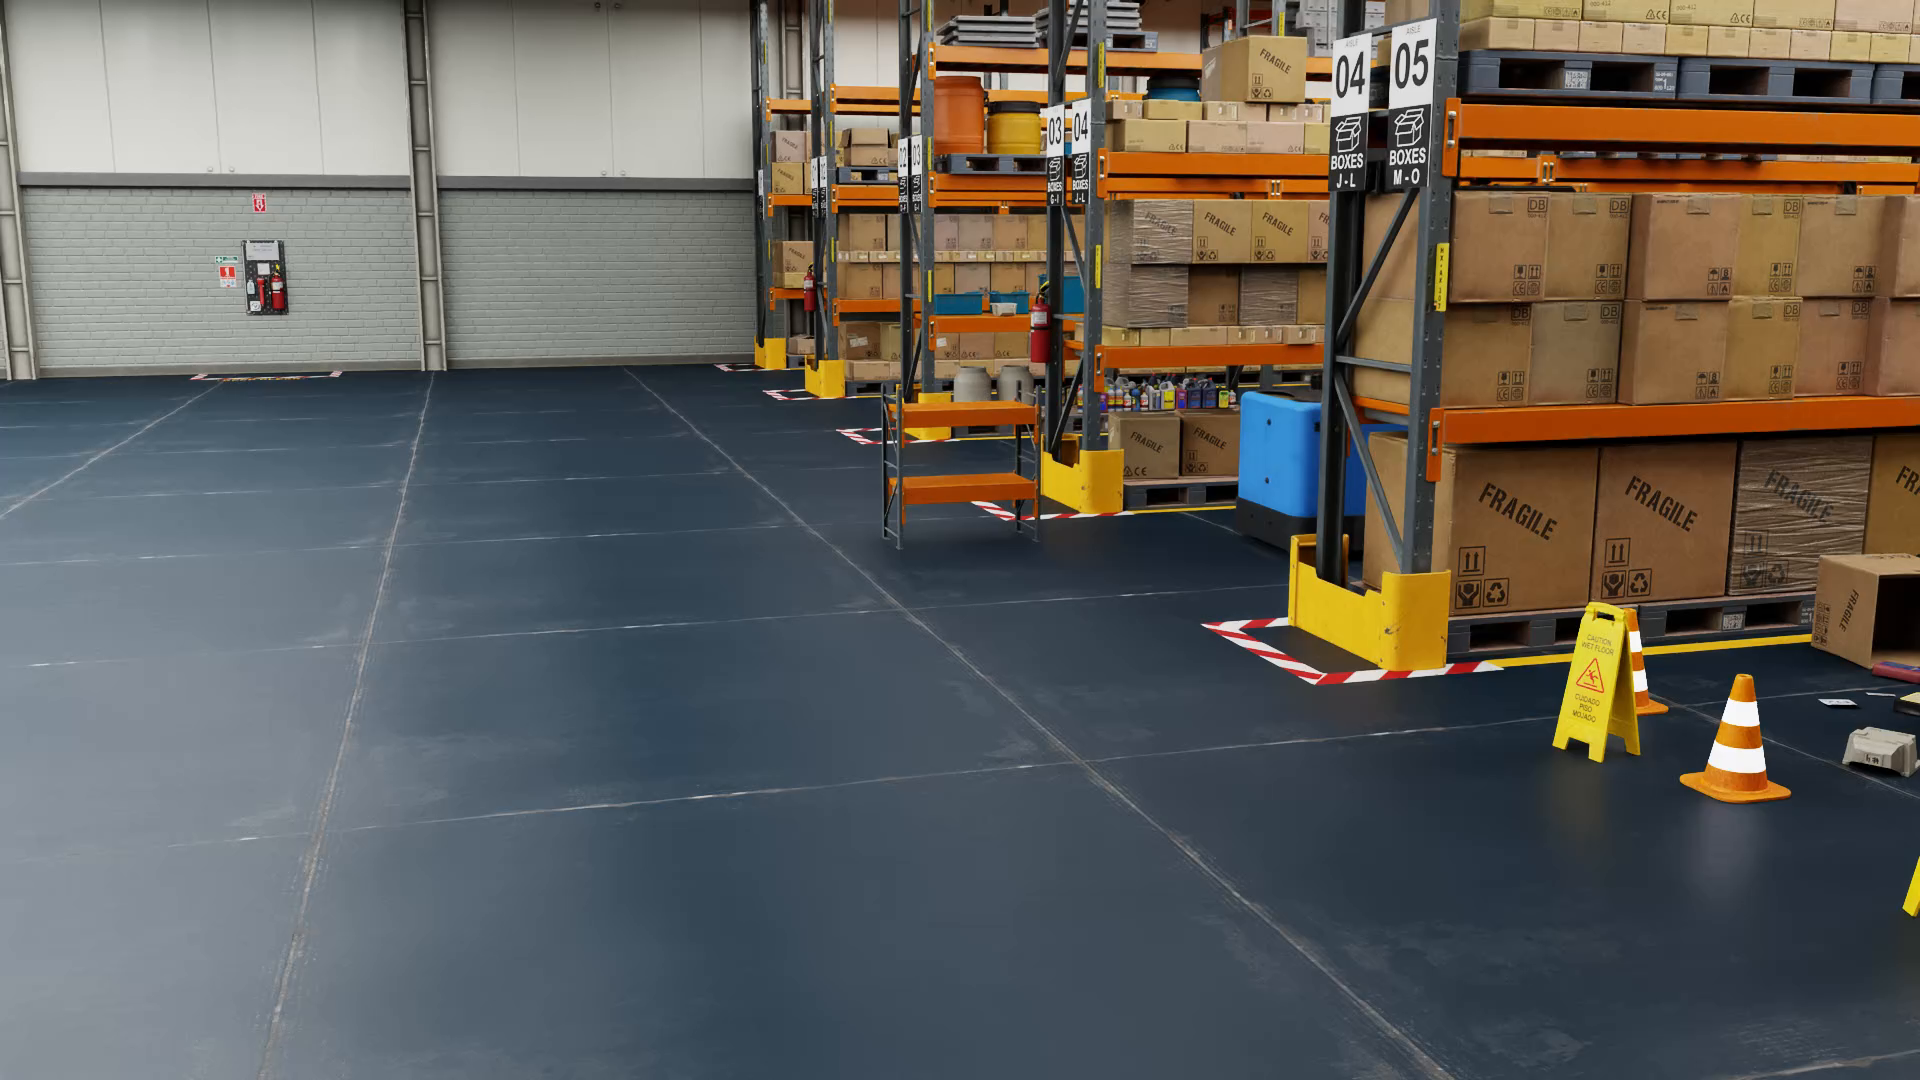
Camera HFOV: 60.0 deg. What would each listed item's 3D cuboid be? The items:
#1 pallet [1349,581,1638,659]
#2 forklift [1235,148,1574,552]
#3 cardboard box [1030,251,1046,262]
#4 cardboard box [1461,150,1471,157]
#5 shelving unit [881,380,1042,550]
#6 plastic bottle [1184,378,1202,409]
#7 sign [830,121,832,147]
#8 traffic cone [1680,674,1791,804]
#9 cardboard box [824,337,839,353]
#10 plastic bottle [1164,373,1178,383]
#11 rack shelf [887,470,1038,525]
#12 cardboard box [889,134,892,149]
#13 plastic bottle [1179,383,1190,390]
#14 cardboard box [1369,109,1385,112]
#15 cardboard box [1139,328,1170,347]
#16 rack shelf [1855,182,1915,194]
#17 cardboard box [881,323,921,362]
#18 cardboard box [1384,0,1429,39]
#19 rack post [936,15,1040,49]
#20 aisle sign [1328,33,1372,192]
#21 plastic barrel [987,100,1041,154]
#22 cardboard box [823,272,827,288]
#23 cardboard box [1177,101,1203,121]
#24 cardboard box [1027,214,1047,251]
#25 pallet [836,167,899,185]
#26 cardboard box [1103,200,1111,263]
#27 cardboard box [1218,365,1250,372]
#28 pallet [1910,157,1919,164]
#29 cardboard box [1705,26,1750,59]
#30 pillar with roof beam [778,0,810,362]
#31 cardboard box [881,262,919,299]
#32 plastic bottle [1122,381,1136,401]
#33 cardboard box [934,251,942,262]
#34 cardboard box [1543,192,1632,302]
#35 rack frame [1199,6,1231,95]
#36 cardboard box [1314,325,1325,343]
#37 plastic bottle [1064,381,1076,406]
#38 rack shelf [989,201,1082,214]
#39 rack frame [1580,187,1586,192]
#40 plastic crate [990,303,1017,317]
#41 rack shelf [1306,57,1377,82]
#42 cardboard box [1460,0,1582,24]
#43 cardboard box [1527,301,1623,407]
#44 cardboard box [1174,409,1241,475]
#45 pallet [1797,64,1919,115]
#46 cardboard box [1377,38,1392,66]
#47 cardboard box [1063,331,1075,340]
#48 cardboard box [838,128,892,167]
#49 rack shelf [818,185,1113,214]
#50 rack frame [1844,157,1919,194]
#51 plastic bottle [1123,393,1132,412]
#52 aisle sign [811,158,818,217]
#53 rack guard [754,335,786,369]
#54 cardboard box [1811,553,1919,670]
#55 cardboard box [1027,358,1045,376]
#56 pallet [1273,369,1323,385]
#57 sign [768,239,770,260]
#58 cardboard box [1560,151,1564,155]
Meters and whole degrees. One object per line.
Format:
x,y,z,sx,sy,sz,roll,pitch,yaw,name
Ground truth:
2.950,0.401,9.286,1.213,0.211,1.003,-3,11,-16,pallet
3.575,-1.441,11.776,3.031,2.935,1.130,-3,11,-14,forklift
1.048,-3.986,23.348,0.250,0.149,0.380,-3,11,-16,cardboard box
3.886,-3.295,13.787,0.500,0.250,0.500,-3,11,-15,cardboard box
0.006,-0.554,11.946,1.048,1.125,0.538,-3,11,-16,shelving unit
2.649,-1.668,18.926,0.185,0.351,0.144,-4,11,-19,plastic bottle
-1.701,-5.353,21.923,0.005,0.325,0.100,-3,11,-16,sign
3.100,0.765,6.614,0.334,0.463,0.336,-3,11,-16,traffic cone
-2.002,-3.309,27.949,0.500,0.311,0.500,-2,11,-11,cardboard box
2.480,-1.792,19.598,0.185,0.351,0.144,-3,11,-14,plastic bottle
0.006,-0.313,11.991,1.000,0.278,0.538,-3,11,-16,rack shelf
-1.412,-6.535,27.882,0.500,0.500,0.500,-3,11,-16,cardboard box
2.583,-1.656,19.066,0.135,0.276,0.152,-3,11,-16,plastic bottle
3.260,-3.449,13.527,0.250,0.149,0.380,-2,11,-13,cardboard box
1.500,-1.643,13.378,0.250,0.149,0.380,-3,11,-16,cardboard box
10.516,-3.411,15.994,4.000,0.370,1.077,-3,11,-16,rack shelf
-0.794,-2.743,23.026,0.500,0.500,0.500,-3,11,-16,cardboard box
2.596,-2.793,8.806,0.500,0.250,0.500,-3,11,-15,cardboard box
0.292,-5.366,17.718,0.954,0.300,0.937,-2,11,-10,rack post
2.052,-2.244,8.768,0.004,0.787,0.394,-3,11,-16,aisle sign
0.589,-4.499,18.235,0.600,0.588,0.600,0,10,0,plastic barrel
-2.187,-4.301,27.486,0.500,0.250,0.500,-3,11,-18,cardboard box
1.728,-3.386,13.180,0.250,0.149,0.380,-3,11,-17,cardboard box
1.081,-4.346,23.512,0.500,0.500,0.700,-3,11,-16,cardboard box
-1.164,-4.969,22.713,1.213,0.211,1.003,-3,11,-16,pallet
1.374,-2.542,13.709,0.500,0.500,0.500,-3,11,-16,cardboard box
3.923,-2.618,24.417,0.500,0.250,0.500,-3,11,-15,cardboard box
9.199,-3.613,15.623,1.003,0.211,1.213,-2,11,-13,pallet
3.835,-2.549,8.582,0.250,0.149,0.380,-3,11,-16,cardboard box
-1.605,-6.755,23.884,0.400,9.000,9.100,-3,11,-16,pillar with roof beam
-0.896,-3.604,23.063,0.500,0.500,0.700,-3,11,-14,cardboard box
1.956,-1.700,19.303,0.135,0.276,0.152,-3,11,-16,plastic bottle
-0.423,-3.909,22.929,0.250,0.149,0.380,-3,11,-18,cardboard box
3.073,-1.577,8.932,0.550,0.550,0.875,-3,11,-16,cardboard box
4.443,-7.722,29.139,0.127,3.000,1.000,-3,11,-16,rack frame
2.925,-1.728,13.842,0.250,0.149,0.380,-3,11,-16,cardboard box
1.278,-1.704,19.302,0.133,0.283,0.061,-3,11,-15,plastic bottle
2.522,-5.792,28.926,4.000,0.370,1.077,-3,11,-16,rack shelf
7.212,-3.050,20.327,0.127,3.000,1.000,-3,11,-16,rack frame
0.480,-2.504,18.094,0.250,0.136,0.298,-3,11,-16,plastic crate
5.291,-5.348,19.336,4.000,0.370,1.077,-3,11,-16,rack shelf
2.739,-2.700,8.298,0.500,0.250,0.500,-3,11,-16,cardboard box
3.070,-1.049,9.043,0.550,0.550,0.875,-3,11,-16,cardboard box
2.083,-0.826,13.992,0.500,0.500,0.500,0,10,-1,cardboard box
5.256,-2.511,9.361,1.213,0.211,1.003,-3,11,-16,pallet
2.429,-2.600,8.855,0.250,0.149,0.380,-3,11,-16,cardboard box
1.457,-2.963,24.217,0.500,0.500,0.500,-3,11,-16,cardboard box
-1.298,-5.336,22.629,0.637,0.503,0.797,-2,11,-12,cardboard box
0.070,-4.729,23.150,4.000,0.370,1.077,-3,11,-16,rack shelf
8.596,-2.189,15.650,0.127,3.000,1.000,-3,11,-16,rack frame
1.879,-1.550,18.695,0.097,0.201,0.097,0,10,0,plastic bottle
-1.996,-4.832,22.830,0.004,0.787,0.394,-3,11,-16,aisle sign
-3.166,-3.142,27.730,0.348,0.500,1.175,-3,11,-16,rack guard
4.841,0.366,8.670,0.500,0.500,0.500,-1,10,-6,cardboard box
1.123,-2.478,23.655,0.500,0.250,0.500,-3,11,-16,cardboard box
5.029,-2.505,25.069,1.213,0.211,1.003,-3,11,-16,pallet
-3.087,-4.698,26.893,0.005,0.325,0.100,-3,11,-16,sign
9.167,-5.881,25.709,0.600,0.600,0.600,-4,11,-21,cardboard box
